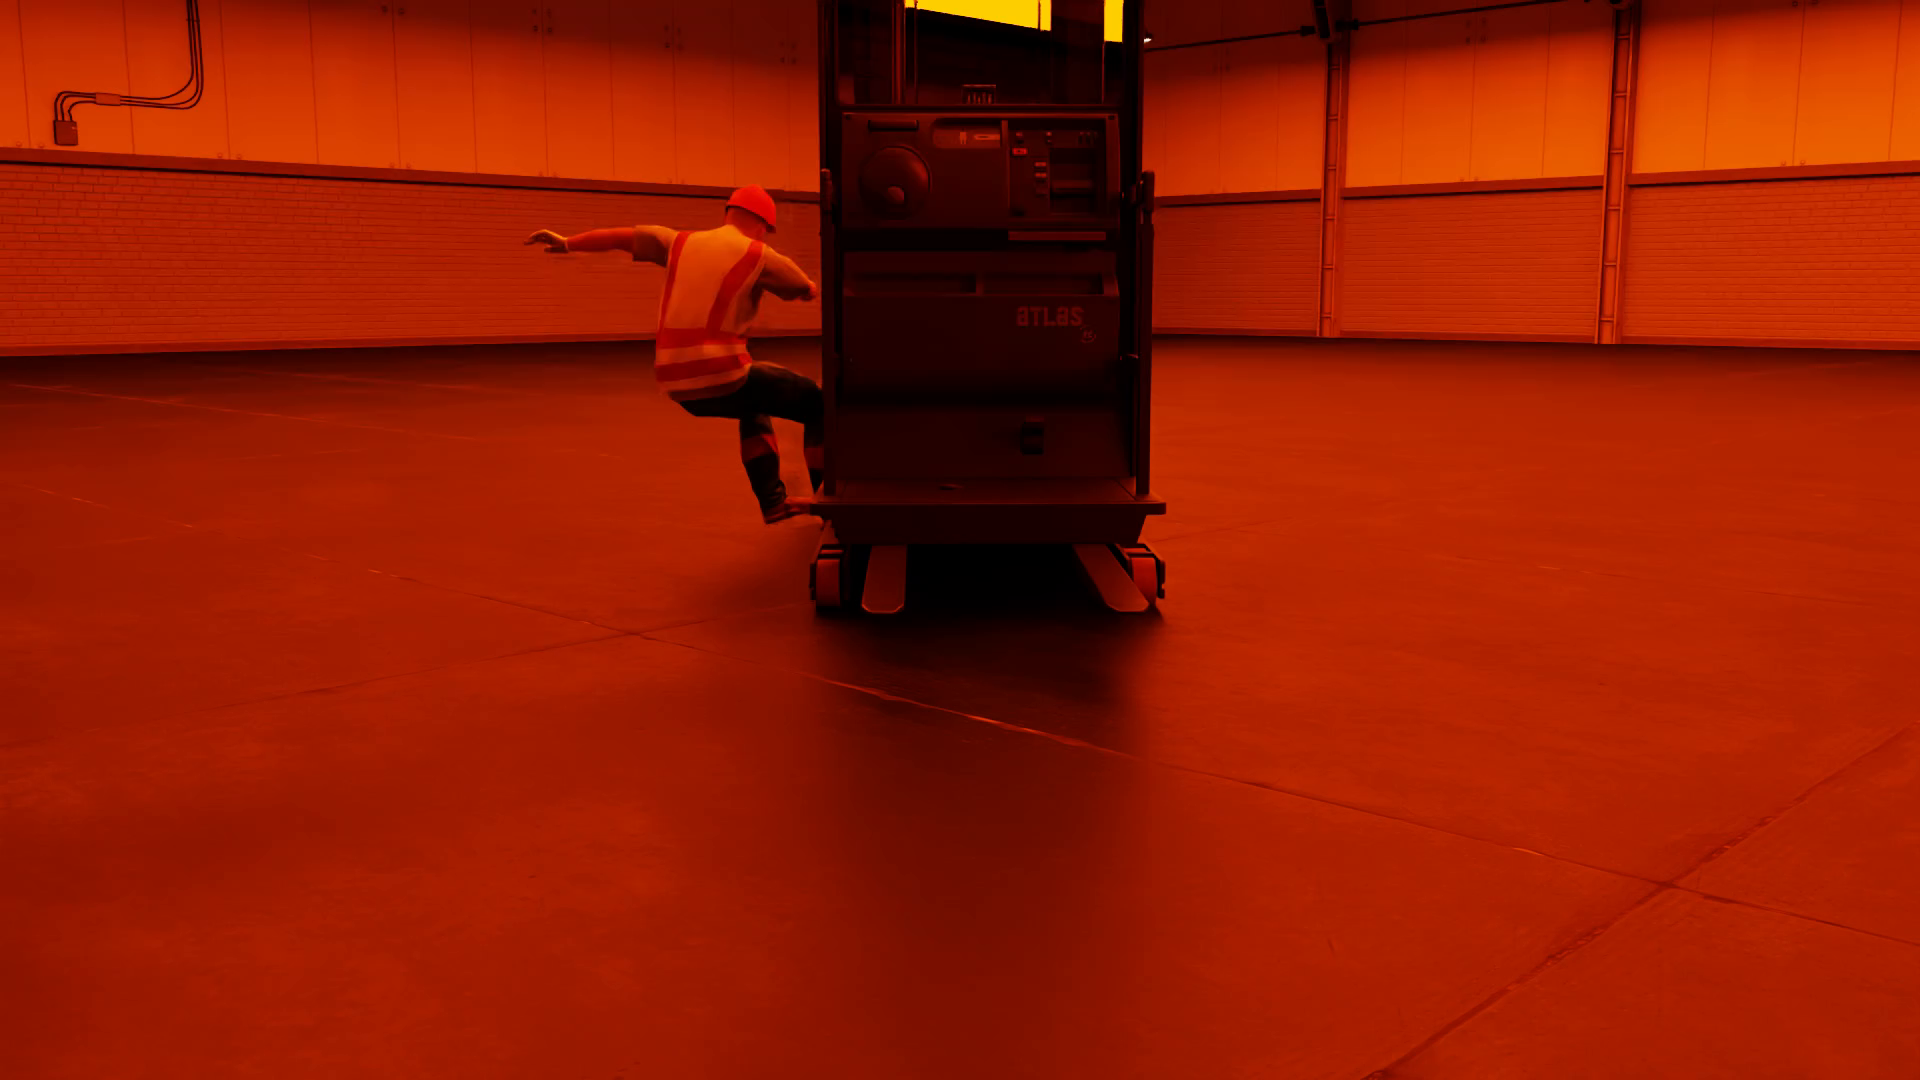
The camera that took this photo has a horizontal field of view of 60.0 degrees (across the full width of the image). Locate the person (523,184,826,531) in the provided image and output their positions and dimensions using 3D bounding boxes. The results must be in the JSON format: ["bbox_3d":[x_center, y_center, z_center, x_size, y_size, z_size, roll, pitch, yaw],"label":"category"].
[{"bbox_3d":[-1.049,-0.737,6.886,1.408,1.440,0.736,4,9,25],"label":"person"}]

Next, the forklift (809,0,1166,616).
[{"bbox_3d":[0.077,-1.278,5.359,1.130,2.935,3.031,0,9,-1],"label":"forklift"}]
